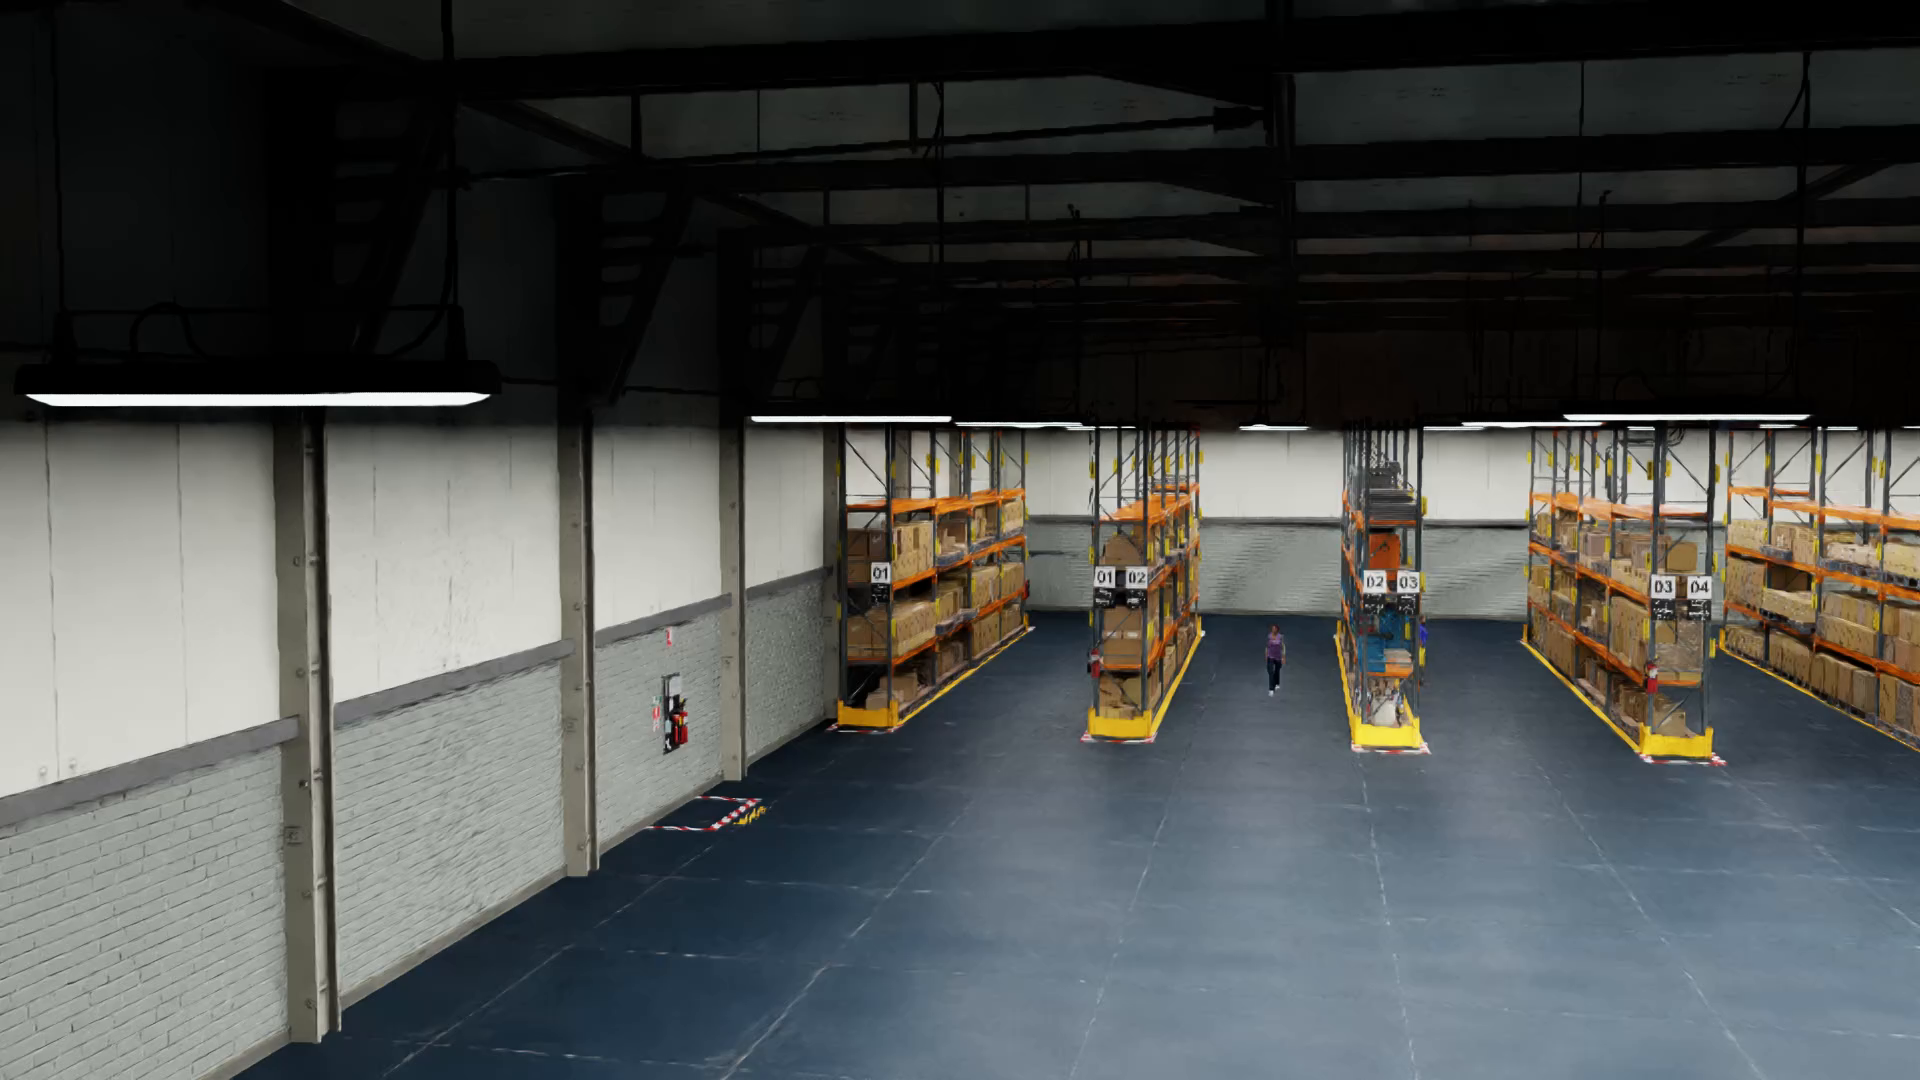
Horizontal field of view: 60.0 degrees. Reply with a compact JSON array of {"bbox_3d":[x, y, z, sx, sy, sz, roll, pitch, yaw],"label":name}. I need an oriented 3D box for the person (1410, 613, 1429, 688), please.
[{"bbox_3d":[10.299,2.463,37.245,0.375,1.664,0.634,2,4,23],"label":"person"}]

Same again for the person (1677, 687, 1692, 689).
[{"bbox_3d":[16.211,2.490,37.068,0.677,1.671,0.534,1,4,10],"label":"person"}]

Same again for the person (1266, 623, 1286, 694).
[{"bbox_3d":[6.925,2.576,36.489,0.430,1.540,0.948,1,4,10],"label":"person"}]
